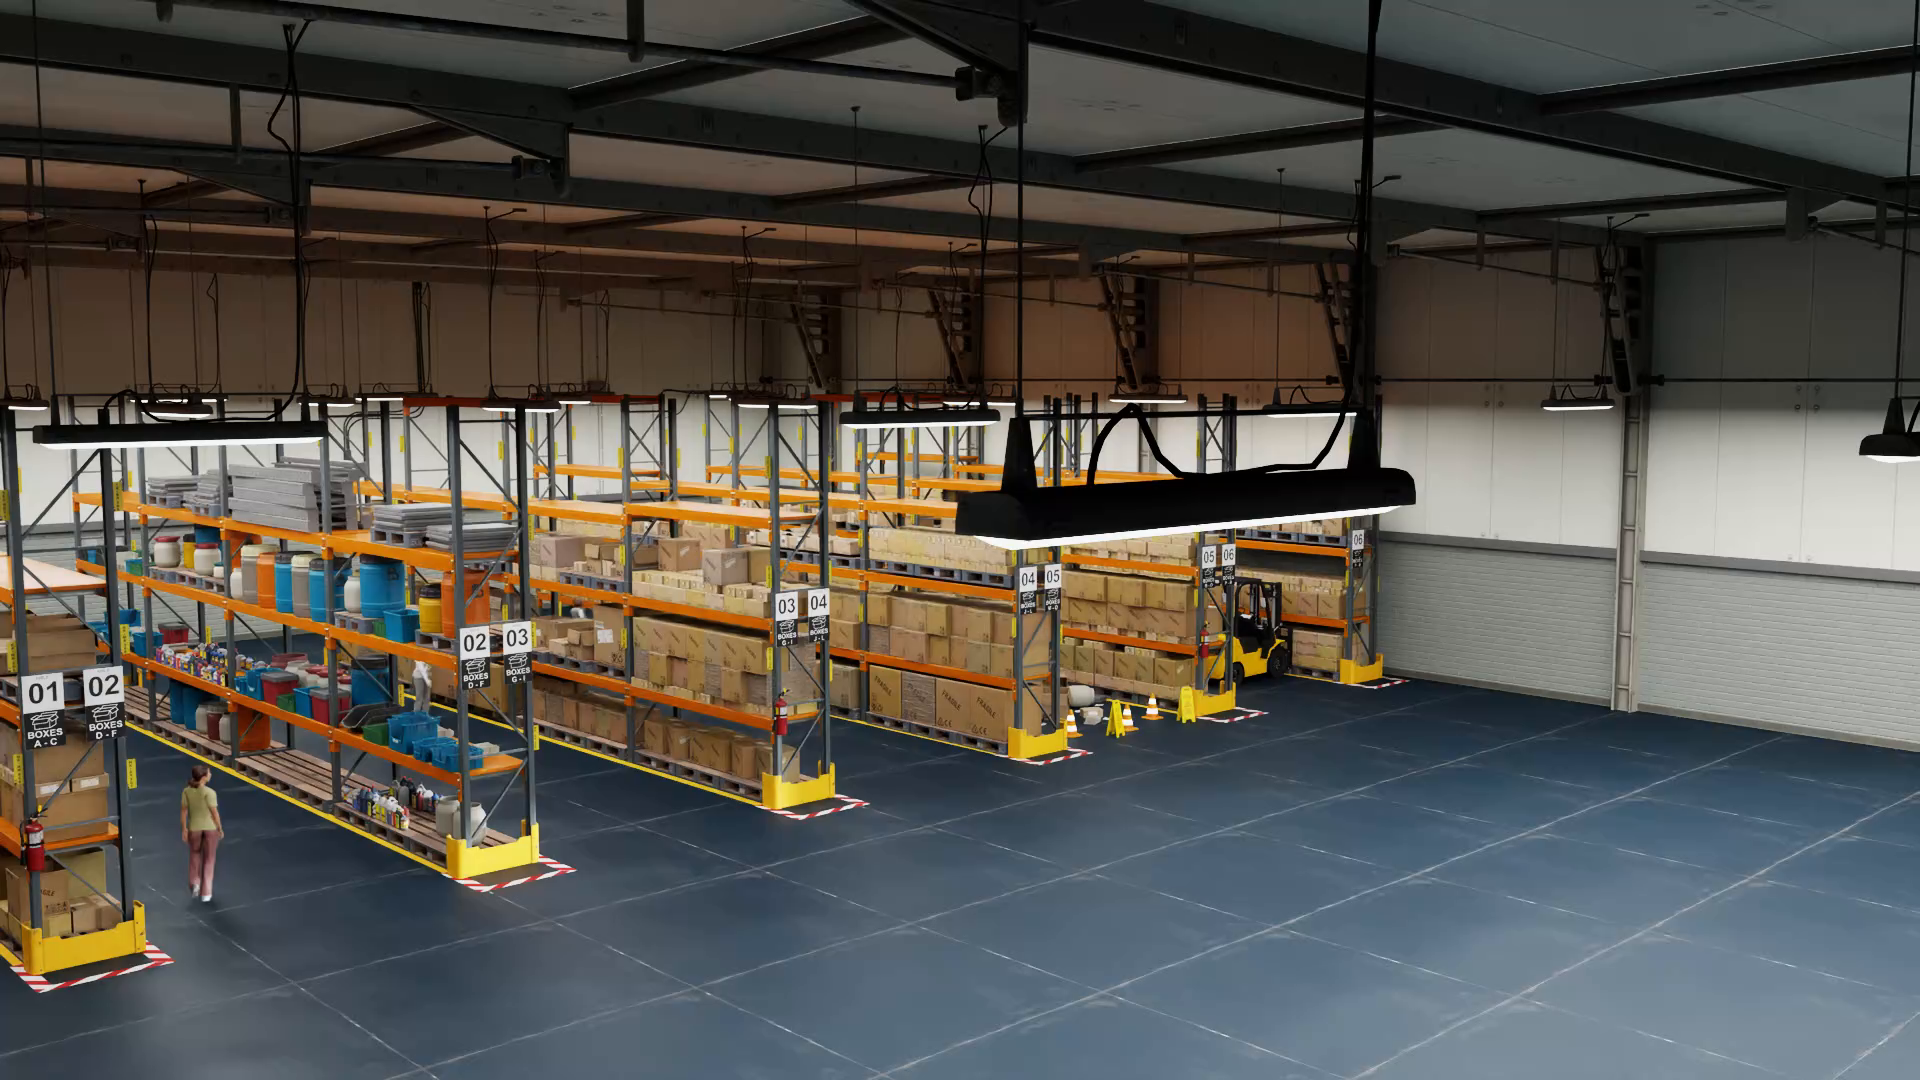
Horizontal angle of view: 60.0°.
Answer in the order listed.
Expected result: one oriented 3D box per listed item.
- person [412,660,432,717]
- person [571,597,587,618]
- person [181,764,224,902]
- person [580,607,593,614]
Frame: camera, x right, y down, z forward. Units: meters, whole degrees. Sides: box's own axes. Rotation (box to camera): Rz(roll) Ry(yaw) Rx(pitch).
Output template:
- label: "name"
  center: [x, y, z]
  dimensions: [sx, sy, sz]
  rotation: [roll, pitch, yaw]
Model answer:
- label: "person"
  center: [-9.804, 2.549, 30.457]
  dimensions: [0.440, 1.702, 0.515]
  rotation: [1, 6, 6]
- label: "person"
  center: [-8.251, 2.036, 36.129]
  dimensions: [0.482, 1.592, 0.360]
  rotation: [5, 8, 43]
- label: "person"
  center: [-9.195, 3.544, 20.197]
  dimensions: [0.474, 1.691, 0.438]
  rotation: [-1, 6, -12]
- label: "person"
  center: [-9.150, 1.510, 41.151]
  dimensions: [0.879, 1.646, 0.562]
  rotation: [5, 7, 42]
